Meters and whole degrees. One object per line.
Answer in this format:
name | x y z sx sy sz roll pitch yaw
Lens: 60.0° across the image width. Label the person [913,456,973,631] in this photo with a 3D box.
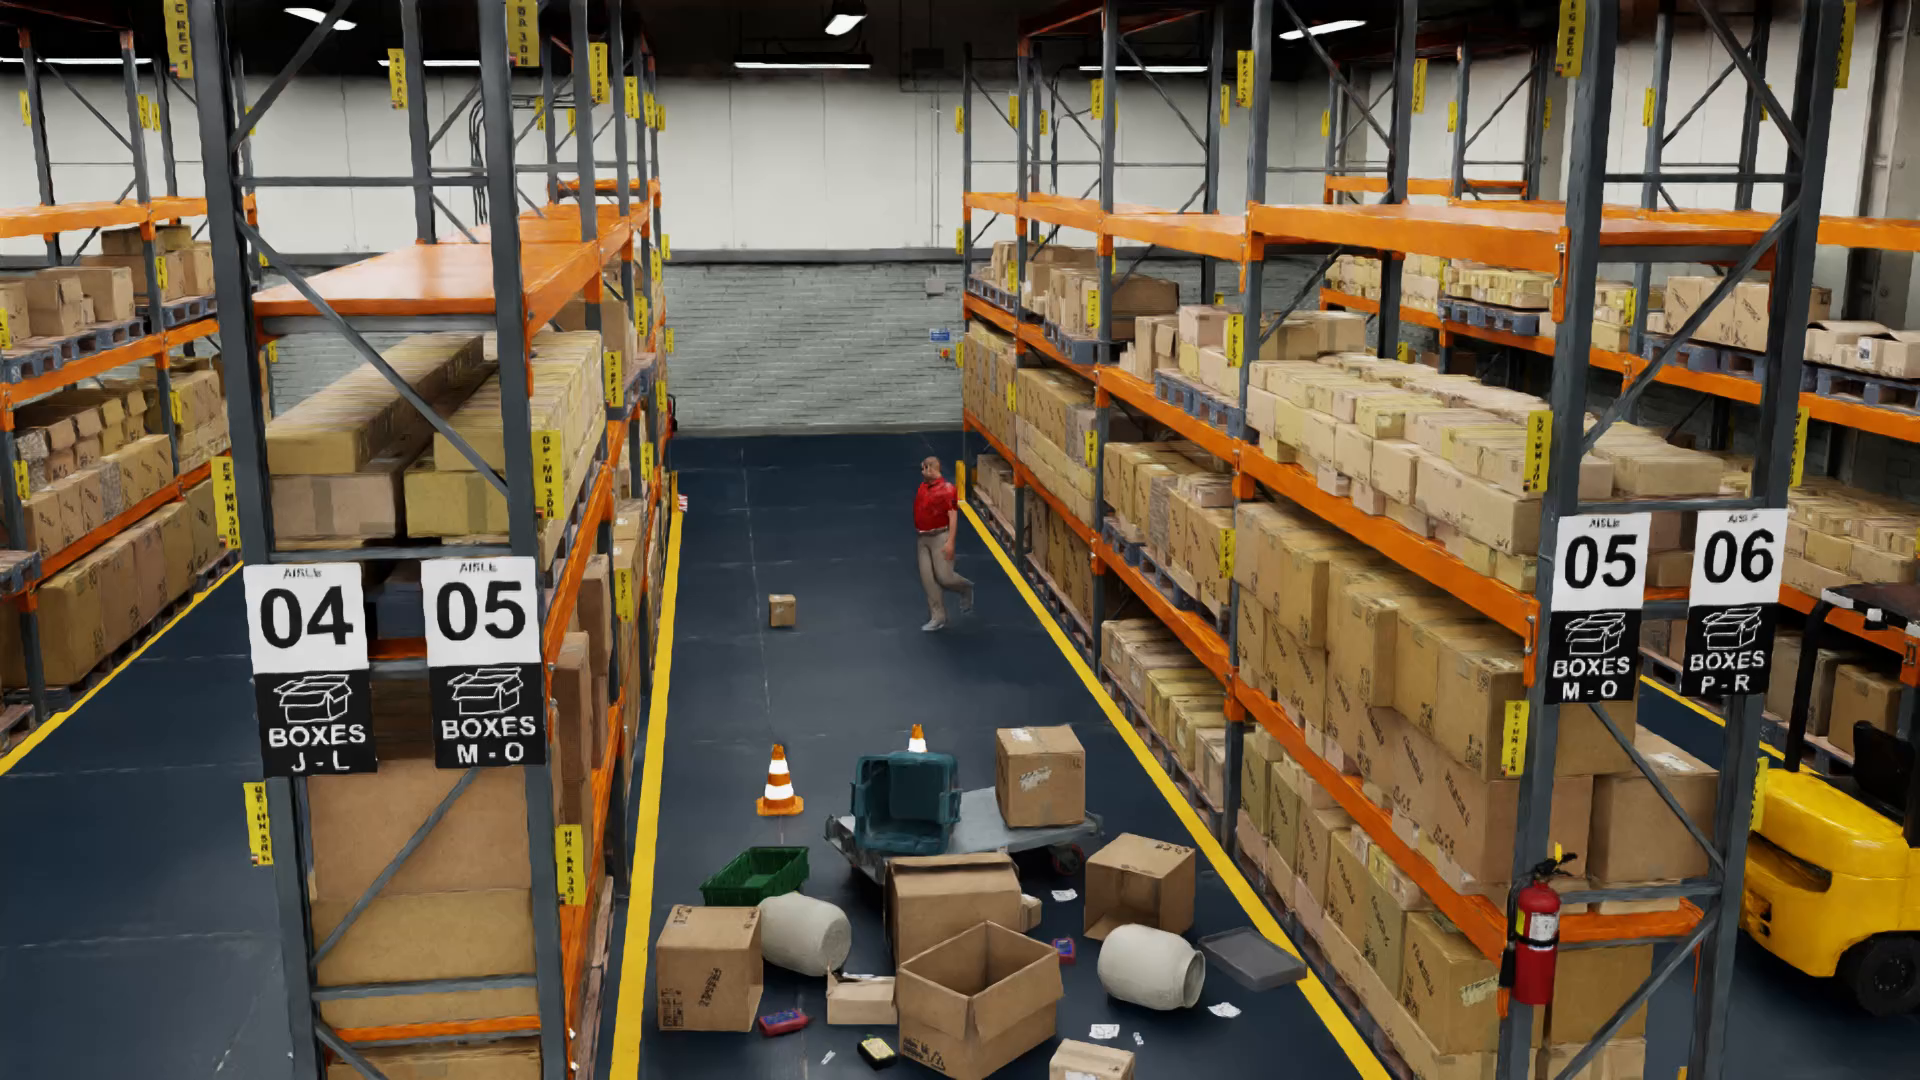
person | -0.220 0.011 16.533 0.606 1.688 0.715 11 17 40
